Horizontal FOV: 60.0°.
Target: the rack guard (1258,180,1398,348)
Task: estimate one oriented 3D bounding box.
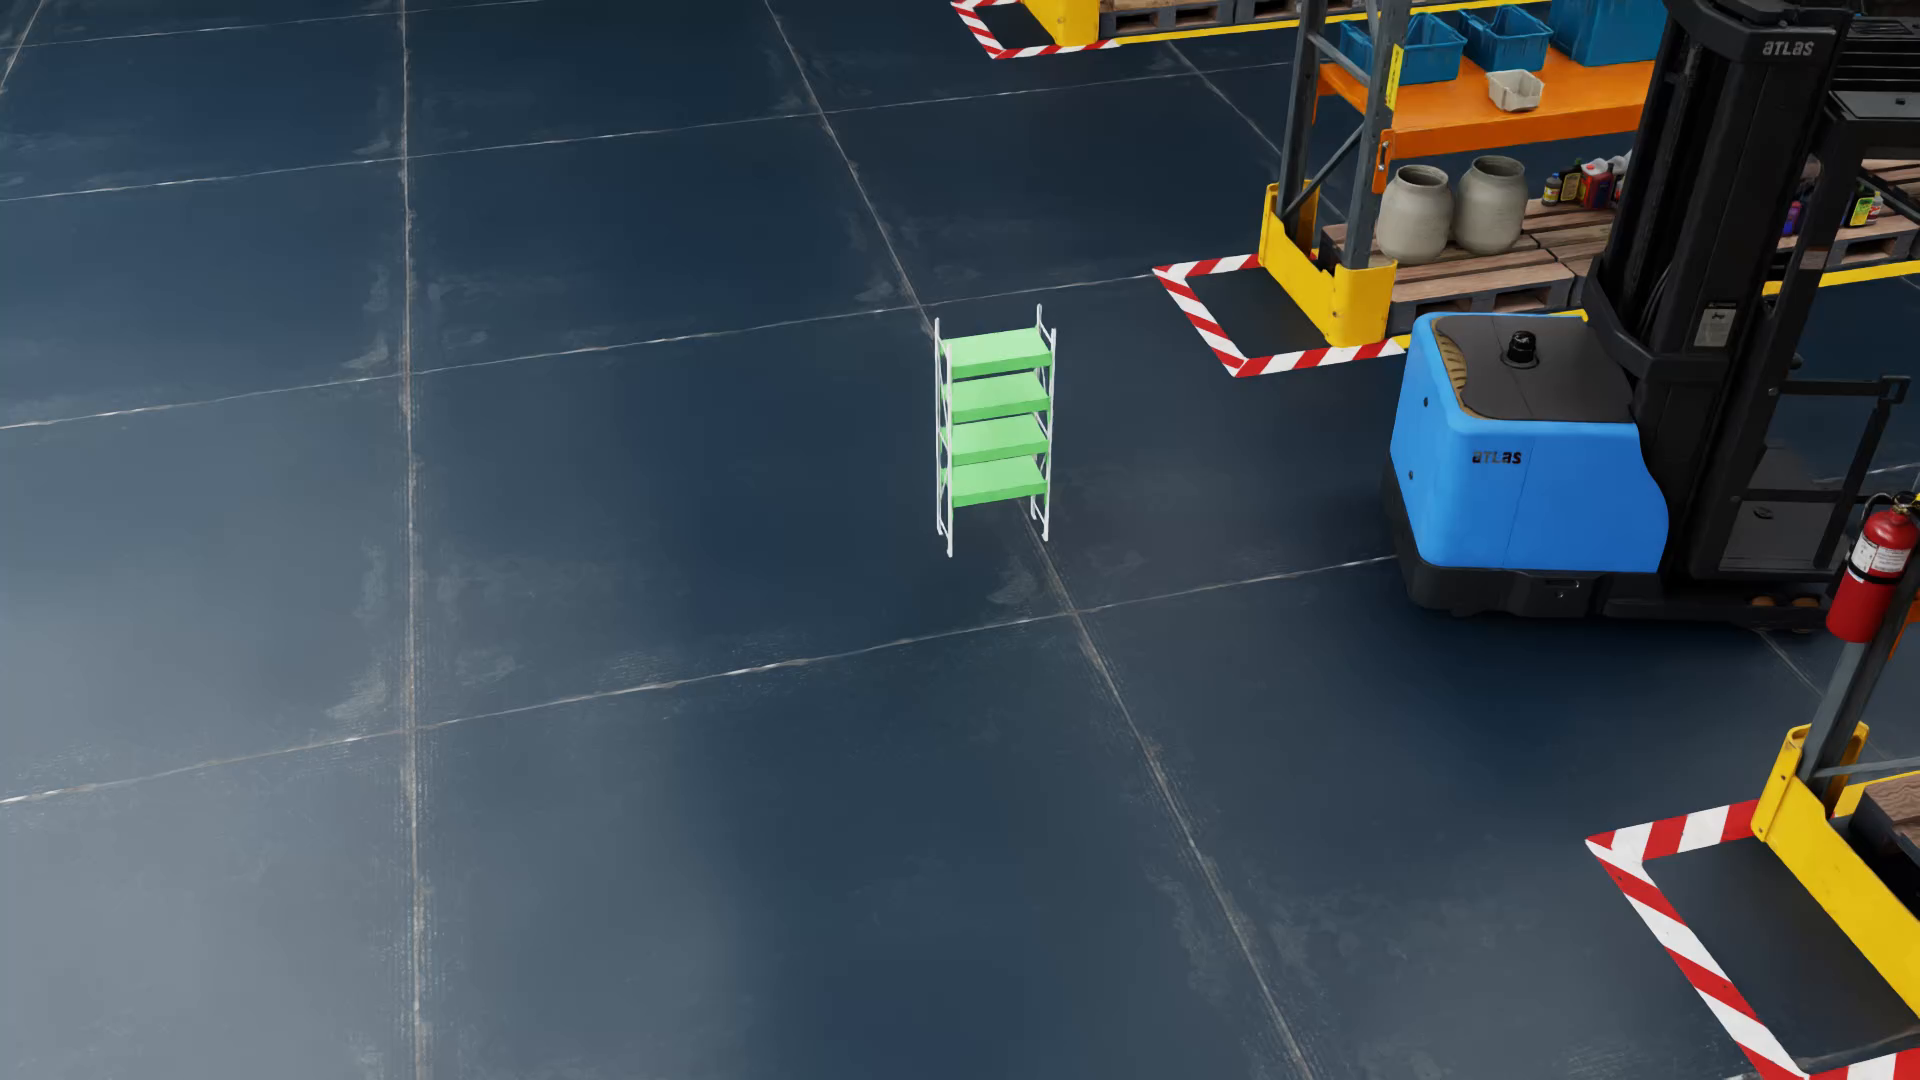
[{"bbox_3d":[2.192,-1.680,10.014,0.348,0.500,1.175,-9,38,-12],"label":"rack guard"}]

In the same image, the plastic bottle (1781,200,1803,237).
[{"bbox_3d":[5.114,-2.011,10.263,0.133,0.283,0.061,-7,38,-9],"label":"plastic bottle"}]

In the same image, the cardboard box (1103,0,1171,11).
[{"bbox_3d":[1.419,-4.568,13.650,0.500,0.250,0.500,-9,38,-12],"label":"cardboard box"}]

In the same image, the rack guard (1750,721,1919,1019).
[{"bbox_3d":[3.495,1.253,6.180,0.348,0.500,1.175,-9,38,-12],"label":"rack guard"}]

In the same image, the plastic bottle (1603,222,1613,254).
[{"bbox_3d":[3.962,-1.829,10.035,0.097,0.271,0.097,0,37,0],"label":"plastic bottle"}]

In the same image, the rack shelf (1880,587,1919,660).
[{"bbox_3d":[5.353,0.241,6.038,4.000,0.370,1.077,-9,38,-12],"label":"rack shelf"}]

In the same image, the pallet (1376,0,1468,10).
[{"bbox_3d":[3.926,-4.964,14.545,1.213,0.211,1.003,-9,38,-12],"label":"pallet"}]

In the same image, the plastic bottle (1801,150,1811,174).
[{"bbox_3d":[5.570,-2.565,10.997,0.097,0.271,0.097,0,37,0],"label":"plastic bottle"}]

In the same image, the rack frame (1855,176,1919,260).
[{"bbox_3d":[5.992,-3.267,10.031,0.127,3.000,1.000,-9,38,-12],"label":"rack frame"}]

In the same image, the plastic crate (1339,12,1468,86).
[{"bbox_3d":[2.536,-2.829,9.581,0.616,0.251,0.499,-9,38,-12],"label":"plastic crate"}]

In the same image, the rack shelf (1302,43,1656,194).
[{"bbox_3d":[4.061,-2.664,9.836,4.000,0.370,1.077,-9,38,-12],"label":"rack shelf"}]

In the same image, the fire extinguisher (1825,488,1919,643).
[{"bbox_3d":[3.191,0.051,5.758,0.183,0.674,0.296,-9,38,-12],"label":"fire extinguisher"}]

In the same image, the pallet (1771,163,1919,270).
[{"bbox_3d":[5.333,-2.077,10.771,1.213,0.211,1.003,-9,38,-12],"label":"pallet"}]

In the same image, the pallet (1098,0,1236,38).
[{"bbox_3d":[1.570,-4.578,14.039,1.213,0.211,1.003,-9,38,-12],"label":"pallet"}]

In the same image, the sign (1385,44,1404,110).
[{"bbox_3d":[2.270,-2.420,8.696,0.005,0.325,0.100,-9,38,-12],"label":"sign"}]

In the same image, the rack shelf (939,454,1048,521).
[{"bbox_3d":[0.160,-0.261,8.084,0.480,0.148,0.258,-9,38,-12],"label":"rack shelf"}]

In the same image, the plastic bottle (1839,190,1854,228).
[{"bbox_3d":[5.446,-2.118,10.348,0.185,0.351,0.144,-10,39,-13],"label":"plastic bottle"}]

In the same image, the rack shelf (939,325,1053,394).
[{"bbox_3d":[0.160,-0.833,7.646,0.480,0.148,0.258,-9,38,-12],"label":"rack shelf"}]

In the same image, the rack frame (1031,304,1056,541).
[{"bbox_3d":[0.395,-0.541,7.950,0.015,1.200,0.240,-9,38,-12],"label":"rack frame"}]

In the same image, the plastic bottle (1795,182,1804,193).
[{"bbox_3d":[5.198,-2.141,10.439,0.135,0.276,0.152,-9,38,-12],"label":"plastic bottle"}]

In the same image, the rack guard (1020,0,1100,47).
[{"bbox_3d":[0.820,-4.543,13.756,0.348,0.500,1.175,-9,38,-12],"label":"rack guard"}]

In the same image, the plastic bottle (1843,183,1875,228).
[{"bbox_3d":[5.614,-2.093,10.370,0.133,0.283,0.061,-7,38,-10],"label":"plastic bottle"}]

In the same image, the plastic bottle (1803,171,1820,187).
[{"bbox_3d":[5.408,-2.203,10.459,0.185,0.351,0.144,-9,38,-12],"label":"plastic bottle"}]

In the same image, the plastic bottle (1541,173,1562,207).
[{"bbox_3d":[3.789,-2.245,10.636,0.097,0.201,0.097,0,37,0],"label":"plastic bottle"}]

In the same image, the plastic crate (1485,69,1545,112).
[{"bbox_3d":[3.078,-2.482,9.222,0.250,0.136,0.298,-9,38,-12],"label":"plastic crate"}]

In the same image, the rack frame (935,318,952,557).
[{"bbox_3d":[-0.076,-0.464,7.849,0.015,1.200,0.240,-9,38,-12],"label":"rack frame"}]

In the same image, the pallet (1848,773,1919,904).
[{"bbox_3d":[4.289,1.260,6.409,1.213,0.211,1.003,-9,38,-12],"label":"pallet"}]

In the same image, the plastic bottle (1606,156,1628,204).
[{"bbox_3d":[4.174,-2.320,10.673,0.135,0.276,0.152,-10,39,-13],"label":"plastic bottle"}]

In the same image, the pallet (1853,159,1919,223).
[{"bbox_3d":[6.740,-2.306,11.071,1.213,0.211,1.003,-9,38,-12],"label":"pallet"}]

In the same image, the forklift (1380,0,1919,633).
[{"bbox_3d":[3.627,-1.067,7.212,3.031,2.935,1.130,2,37,2],"label":"forklift"}]

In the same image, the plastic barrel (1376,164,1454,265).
[{"bbox_3d":[2.746,-1.961,10.026,0.421,0.512,0.421,0,37,0],"label":"plastic barrel"}]

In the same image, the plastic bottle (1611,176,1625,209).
[{"bbox_3d":[4.224,-2.220,10.604,0.097,0.201,0.097,0,37,0],"label":"plastic bottle"}]

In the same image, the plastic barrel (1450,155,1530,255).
[{"bbox_3d":[3.230,-2.040,10.130,0.421,0.512,0.421,0,37,0],"label":"plastic barrel"}]

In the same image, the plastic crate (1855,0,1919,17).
[{"bbox_3d":[5.454,-3.234,10.039,0.504,0.338,0.767,-9,38,-12],"label":"plastic crate"}]

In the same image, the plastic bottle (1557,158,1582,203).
[{"bbox_3d":[3.897,-2.306,10.649,0.133,0.283,0.061,-8,38,-11],"label":"plastic bottle"}]

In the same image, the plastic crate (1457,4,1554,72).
[{"bbox_3d":[3.164,-2.928,9.711,0.408,0.251,0.499,-9,38,-12],"label":"plastic crate"}]

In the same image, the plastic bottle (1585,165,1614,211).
[{"bbox_3d":[4.068,-2.239,10.561,0.133,0.283,0.061,-9,38,-12],"label":"plastic bottle"}]

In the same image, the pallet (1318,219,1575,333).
[{"bbox_3d":[2.977,-1.691,10.266,1.213,0.211,1.003,-9,38,-12],"label":"pallet"}]

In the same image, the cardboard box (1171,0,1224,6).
[{"bbox_3d":[1.900,-4.650,13.757,0.500,0.250,0.500,-9,38,-12],"label":"cardboard box"}]

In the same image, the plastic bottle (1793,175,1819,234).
[{"bbox_3d":[5.260,-2.088,10.308,0.185,0.351,0.144,-11,39,-14],"label":"plastic bottle"}]

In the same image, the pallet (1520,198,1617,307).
[{"bbox_3d":[4.153,-1.882,10.516,1.213,0.211,1.003,-9,38,-12],"label":"pallet"}]

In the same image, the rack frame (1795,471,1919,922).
[{"bbox_3d":[3.422,0.272,5.405,0.127,3.000,1.000,-9,38,-12],"label":"rack frame"}]

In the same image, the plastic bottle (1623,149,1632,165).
[{"bbox_3d":[4.333,-2.378,10.688,0.185,0.351,0.144,-8,38,-10],"label":"plastic bottle"}]

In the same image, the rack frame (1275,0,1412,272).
[{"bbox_3d":[2.131,-2.633,9.203,0.127,3.000,1.000,-9,38,-12],"label":"rack frame"}]

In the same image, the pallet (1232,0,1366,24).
[{"bbox_3d":[2.746,-4.769,14.289,1.213,0.211,1.003,-9,38,-12],"label":"pallet"}]

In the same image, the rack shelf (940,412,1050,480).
[{"bbox_3d":[0.160,-0.452,7.938,0.480,0.148,0.258,-9,38,-12],"label":"rack shelf"}]

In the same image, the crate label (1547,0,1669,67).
[{"bbox_3d":[3.837,-3.097,9.781,0.616,0.435,0.502,-9,38,-12],"label":"crate label"}]

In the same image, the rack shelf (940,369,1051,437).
[{"bbox_3d":[0.160,-0.643,7.792,0.480,0.148,0.258,-9,38,-12],"label":"rack shelf"}]

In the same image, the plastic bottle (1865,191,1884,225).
[{"bbox_3d":[5.723,-2.090,10.434,0.097,0.201,0.097,0,37,0],"label":"plastic bottle"}]

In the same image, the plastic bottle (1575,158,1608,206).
[{"bbox_3d":[4.040,-2.298,10.644,0.135,0.276,0.152,-9,38,-12],"label":"plastic bottle"}]

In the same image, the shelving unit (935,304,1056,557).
[{"bbox_3d":[0.160,-0.503,7.899,0.503,1.200,0.258,-9,38,-12],"label":"shelving unit"}]

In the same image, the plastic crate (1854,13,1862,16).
[{"bbox_3d":[4.995,-2.873,9.639,0.616,0.251,0.499,-9,38,-12],"label":"plastic crate"}]
